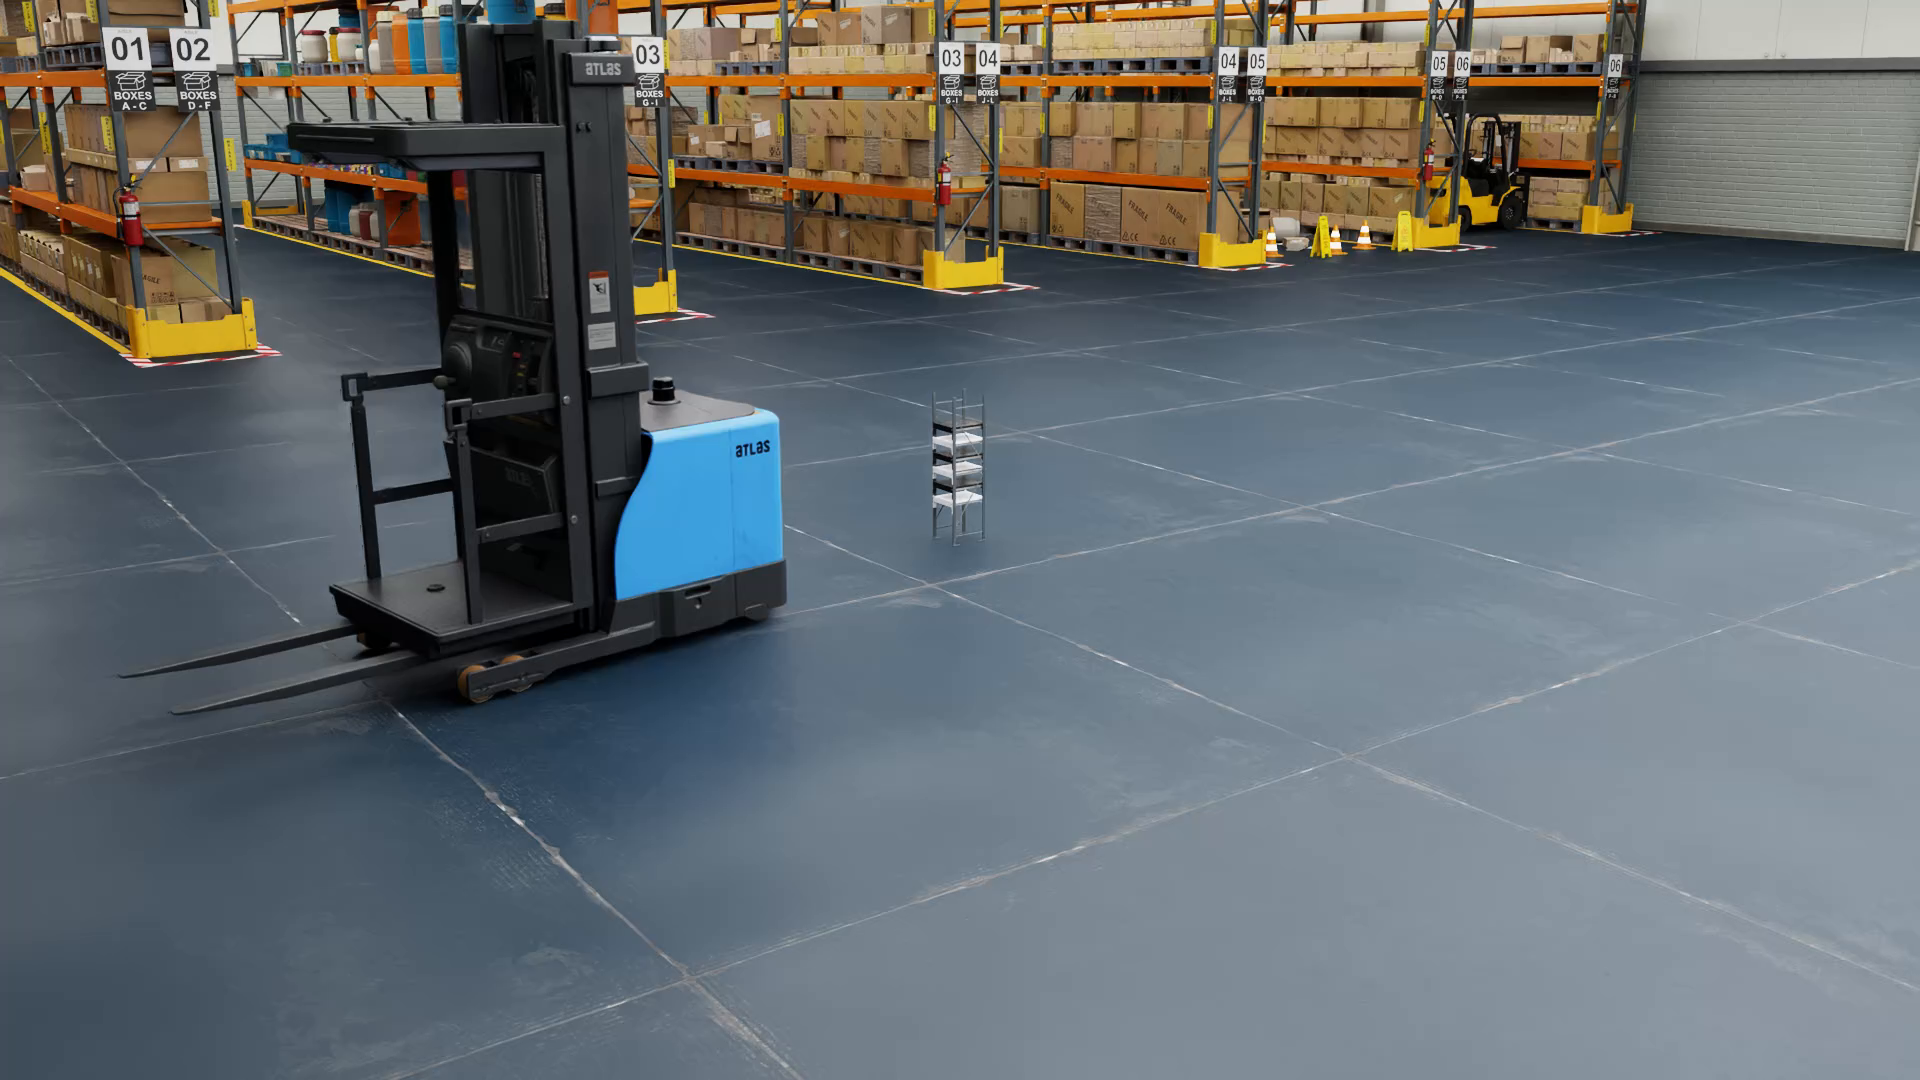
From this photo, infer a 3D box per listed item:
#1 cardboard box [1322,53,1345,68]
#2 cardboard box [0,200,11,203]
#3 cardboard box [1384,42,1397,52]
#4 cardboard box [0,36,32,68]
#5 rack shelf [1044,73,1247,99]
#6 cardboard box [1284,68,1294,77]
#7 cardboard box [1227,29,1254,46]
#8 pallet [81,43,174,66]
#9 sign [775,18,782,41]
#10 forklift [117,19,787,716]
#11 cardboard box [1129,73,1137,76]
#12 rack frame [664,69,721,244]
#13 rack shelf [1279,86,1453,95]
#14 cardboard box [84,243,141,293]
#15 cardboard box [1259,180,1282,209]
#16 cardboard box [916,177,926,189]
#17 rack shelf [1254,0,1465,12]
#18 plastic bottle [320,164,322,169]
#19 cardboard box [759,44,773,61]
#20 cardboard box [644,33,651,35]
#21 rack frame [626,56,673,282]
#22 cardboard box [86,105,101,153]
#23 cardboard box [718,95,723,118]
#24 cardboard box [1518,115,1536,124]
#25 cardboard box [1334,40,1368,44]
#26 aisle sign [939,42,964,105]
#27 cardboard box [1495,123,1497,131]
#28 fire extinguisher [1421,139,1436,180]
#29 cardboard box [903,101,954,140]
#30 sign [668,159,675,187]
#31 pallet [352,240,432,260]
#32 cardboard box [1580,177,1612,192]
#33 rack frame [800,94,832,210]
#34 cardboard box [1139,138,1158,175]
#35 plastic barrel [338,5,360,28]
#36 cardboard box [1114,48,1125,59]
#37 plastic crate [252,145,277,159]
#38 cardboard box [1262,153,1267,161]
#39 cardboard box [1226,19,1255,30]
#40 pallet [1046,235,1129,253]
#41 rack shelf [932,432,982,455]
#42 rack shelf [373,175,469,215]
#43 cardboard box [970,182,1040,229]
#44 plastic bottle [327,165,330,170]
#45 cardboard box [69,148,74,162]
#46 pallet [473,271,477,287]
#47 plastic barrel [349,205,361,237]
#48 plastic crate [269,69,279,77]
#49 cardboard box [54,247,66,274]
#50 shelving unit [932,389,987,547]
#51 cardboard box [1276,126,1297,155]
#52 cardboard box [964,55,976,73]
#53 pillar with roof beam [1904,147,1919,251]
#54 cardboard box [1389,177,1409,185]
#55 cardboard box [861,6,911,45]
[{"bbox_3d":[6.691,-8.386,29.074,0.500,0.250,0.500,-11,19,-34],"label":"cardboard box"},{"bbox_3d":[-14.299,-4.977,25.059,0.500,0.250,0.500,-11,19,-34],"label":"cardboard box"},{"bbox_3d":[7.389,-8.325,28.095,0.380,0.149,0.250,-11,19,-35],"label":"cardboard box"},{"bbox_3d":[-12.906,-6.692,22.973,0.910,0.500,0.500,-11,19,-35],"label":"cardboard box"},{"bbox_3d":[2.992,-7.213,26.428,1.077,0.370,4.000,-11,19,-35],"label":"rack shelf"},{"bbox_3d":[6.089,-8.451,30.064,0.380,0.149,0.250,-11,19,-34],"label":"cardboard box"},{"bbox_3d":[4.092,-7.598,25.207,0.500,0.250,0.500,-11,19,-35],"label":"cardboard box"},{"bbox_3d":[-8.314,-4.960,17.002,1.003,0.211,1.213,-11,19,-35],"label":"pallet"},{"bbox_3d":[-2.702,-7.591,24.722,0.100,0.325,0.005,-11,19,-35],"label":"sign"},{"bbox_3d":[-2.302,-0.841,7.596,3.031,2.935,1.130,-14,21,-42],"label":"forklift"},{"bbox_3d":[3.606,-9.418,33.377,0.396,0.266,0.258,-11,19,-35],"label":"cardboard box"},{"bbox_3d":[-4.607,-6.646,28.676,1.000,3.000,0.127,-11,19,-35],"label":"rack frame"},{"bbox_3d":[8.597,-9.628,35.253,1.077,0.370,4.000,-11,19,-35],"label":"rack shelf"},{"bbox_3d":[-9.368,-3.025,18.441,0.500,0.500,0.500,-11,19,-35],"label":"cardboard box"},{"bbox_3d":[5.889,-6.400,30.771,0.500,0.500,0.500,-10,18,-32],"label":"cardboard box"},{"bbox_3d":[-0.385,-4.899,22.769,0.380,0.149,0.250,-11,19,-35],"label":"cardboard box"},{"bbox_3d":[6.936,-9.448,28.919,1.077,0.370,4.000,-11,19,-35],"label":"rack shelf"},{"bbox_3d":[-10.740,-6.404,28.037,0.097,0.271,0.097,0,15,0],"label":"plastic bottle"},{"bbox_3d":[-2.889,-7.562,25.799,0.396,0.266,0.258,-10,18,-33],"label":"cardboard box"},{"bbox_3d":[-5.024,-8.464,28.646,0.797,0.503,0.637,-10,18,-31],"label":"cardboard box"},{"bbox_3d":[-3.910,-4.169,19.626,1.000,3.000,0.127,-11,19,-35],"label":"rack frame"},{"bbox_3d":[-9.119,-4.514,18.239,0.700,0.500,0.500,-11,19,-34],"label":"cardboard box"},{"bbox_3d":[-5.191,-9.639,36.967,0.500,0.500,0.500,-11,19,-35],"label":"cardboard box"},{"bbox_3d":[10.913,-8.053,31.834,0.380,0.149,0.250,-10,18,-33],"label":"cardboard box"},{"bbox_3d":[8.249,-10.291,35.139,0.500,0.500,0.500,-10,18,-33],"label":"cardboard box"},{"bbox_3d":[-0.110,-6.132,21.873,0.394,0.787,0.004,-11,19,-35],"label":"aisle sign"},{"bbox_3d":[10.477,-8.076,32.482,0.380,0.149,0.250,-12,19,-36],"label":"cardboard box"},{"bbox_3d":[7.807,-6.343,27.715,0.296,0.674,0.183,-11,19,-35],"label":"fire extinguisher"},{"bbox_3d":[-0.427,-5.691,22.539,0.500,0.500,0.500,-11,19,-35],"label":"cardboard box"},{"bbox_3d":[-3.462,-4.387,19.898,0.100,0.325,0.005,-11,19,-35],"label":"sign"},{"bbox_3d":[-9.111,-4.694,26.827,1.003,0.211,1.213,-11,19,-35],"label":"pallet"},{"bbox_3d":[11.996,-6.738,31.531,0.500,0.250,0.500,-11,19,-35],"label":"cardboard box"},{"bbox_3d":[-2.888,-8.248,34.531,1.000,3.000,0.127,-11,19,-35],"label":"rack frame"},{"bbox_3d":[3.344,-6.084,26.338,0.875,0.550,0.550,-11,19,-35],"label":"cardboard box"},{"bbox_3d":[-9.838,-8.282,27.226,0.600,0.901,0.708,-11,19,-35],"label":"plastic barrel"},{"bbox_3d":[2.649,-7.661,26.195,0.380,0.149,0.250,-11,19,-34],"label":"cardboard box"},{"bbox_3d":[-13.052,-7.289,31.230,0.416,0.233,0.300,-11,19,-35],"label":"plastic crate"},{"bbox_3d":[5.686,-7.092,30.781,0.380,0.149,0.250,-11,19,-35],"label":"cardboard box"},{"bbox_3d":[4.229,-7.768,25.073,0.380,0.149,0.250,-11,19,-34],"label":"cardboard box"},{"bbox_3d":[2.200,-5.021,28.020,1.003,0.211,1.213,-11,19,-35],"label":"pallet"},{"bbox_3d":[-0.005,-0.577,9.925,0.258,0.077,0.200,-11,19,-35],"label":"rack shelf"},{"bbox_3d":[-7.438,-5.103,24.402,1.077,0.370,4.000,-11,19,-35],"label":"rack shelf"},{"bbox_3d":[0.814,-5.983,29.719,1.050,0.750,0.750,-11,19,-35],"label":"cardboard box"},{"bbox_3d":[-10.457,-6.316,27.705,0.152,0.276,0.135,-11,19,-35],"label":"plastic bottle"},{"bbox_3d":[-10.122,-4.475,19.327,0.380,0.149,0.250,-11,19,-34],"label":"cardboard box"},{"bbox_3d":[-5.901,-3.528,22.567,1.003,0.211,1.213,-11,19,-35],"label":"pallet"},{"bbox_3d":[-9.984,-5.330,27.783,0.421,0.512,0.421,0,15,0],"label":"plastic barrel"},{"bbox_3d":[-12.021,-8.263,29.403,0.293,0.136,0.466,-11,19,-35],"label":"plastic crate"},{"bbox_3d":[-10.741,-3.444,20.327,0.500,0.311,0.500,-11,19,-35],"label":"cardboard box"},{"bbox_3d":[-0.005,-0.436,9.964,0.258,0.900,0.210,-11,19,-35],"label":"shelving unit"},{"bbox_3d":[6.108,-7.281,30.243,0.500,0.500,0.500,-11,19,-35],"label":"cardboard box"},{"bbox_3d":[0.022,-6.455,22.581,0.500,0.250,0.500,-10,18,-33],"label":"cardboard box"},{"bbox_3d":[12.490,-8.480,24.013,9.100,9.000,0.400,-11,19,-35],"label":"pillar with roof beam"},{"bbox_3d":[9.457,-7.268,34.652,0.875,0.625,0.625,-10,18,-32],"label":"cardboard box"},{"bbox_3d":[-1.020,-7.109,22.986,0.500,0.500,0.500,-11,19,-35],"label":"cardboard box"}]
